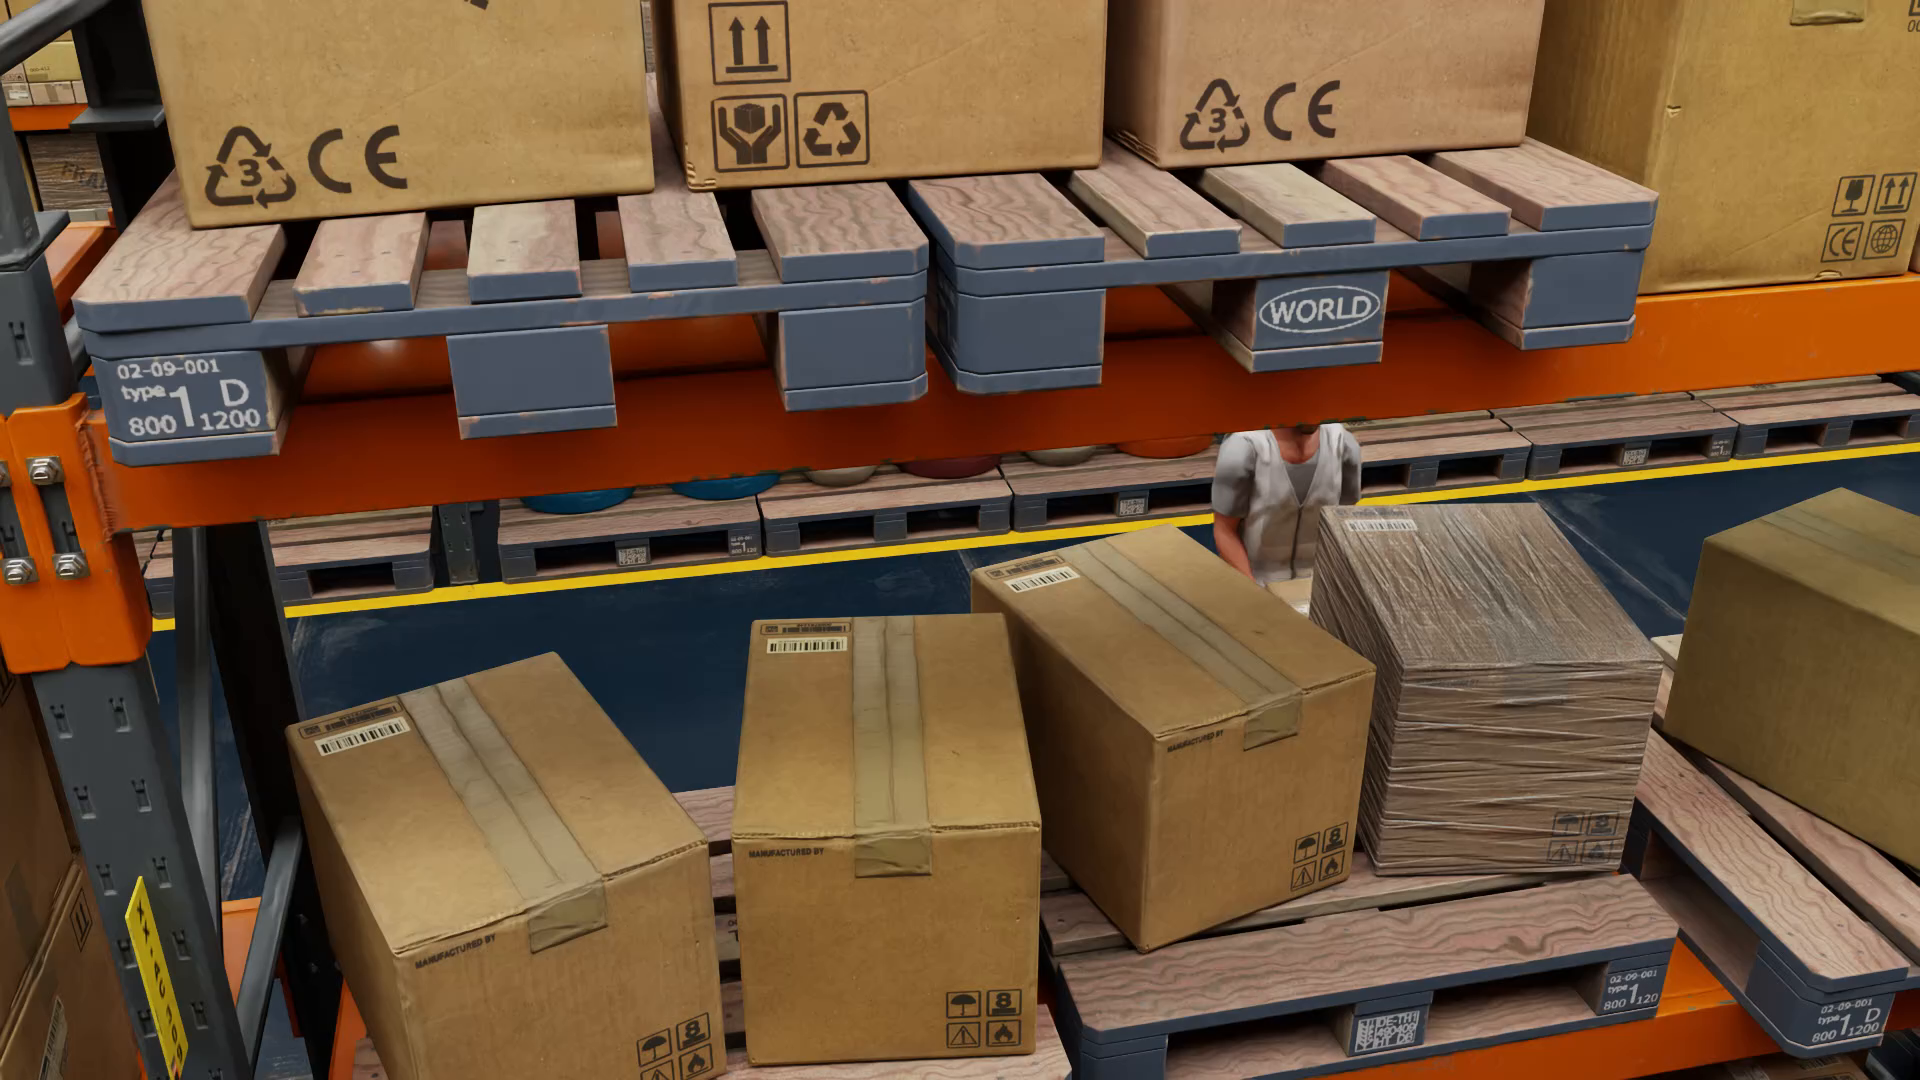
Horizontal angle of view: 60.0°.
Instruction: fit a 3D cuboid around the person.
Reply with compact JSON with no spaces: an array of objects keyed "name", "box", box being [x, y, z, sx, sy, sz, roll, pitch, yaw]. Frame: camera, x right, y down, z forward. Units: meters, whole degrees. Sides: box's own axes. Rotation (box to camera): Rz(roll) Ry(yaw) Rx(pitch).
[{"name":"person","box":[1.115,0.199,5.684,0.531,1.793,0.486,-6,27,-12]}]
